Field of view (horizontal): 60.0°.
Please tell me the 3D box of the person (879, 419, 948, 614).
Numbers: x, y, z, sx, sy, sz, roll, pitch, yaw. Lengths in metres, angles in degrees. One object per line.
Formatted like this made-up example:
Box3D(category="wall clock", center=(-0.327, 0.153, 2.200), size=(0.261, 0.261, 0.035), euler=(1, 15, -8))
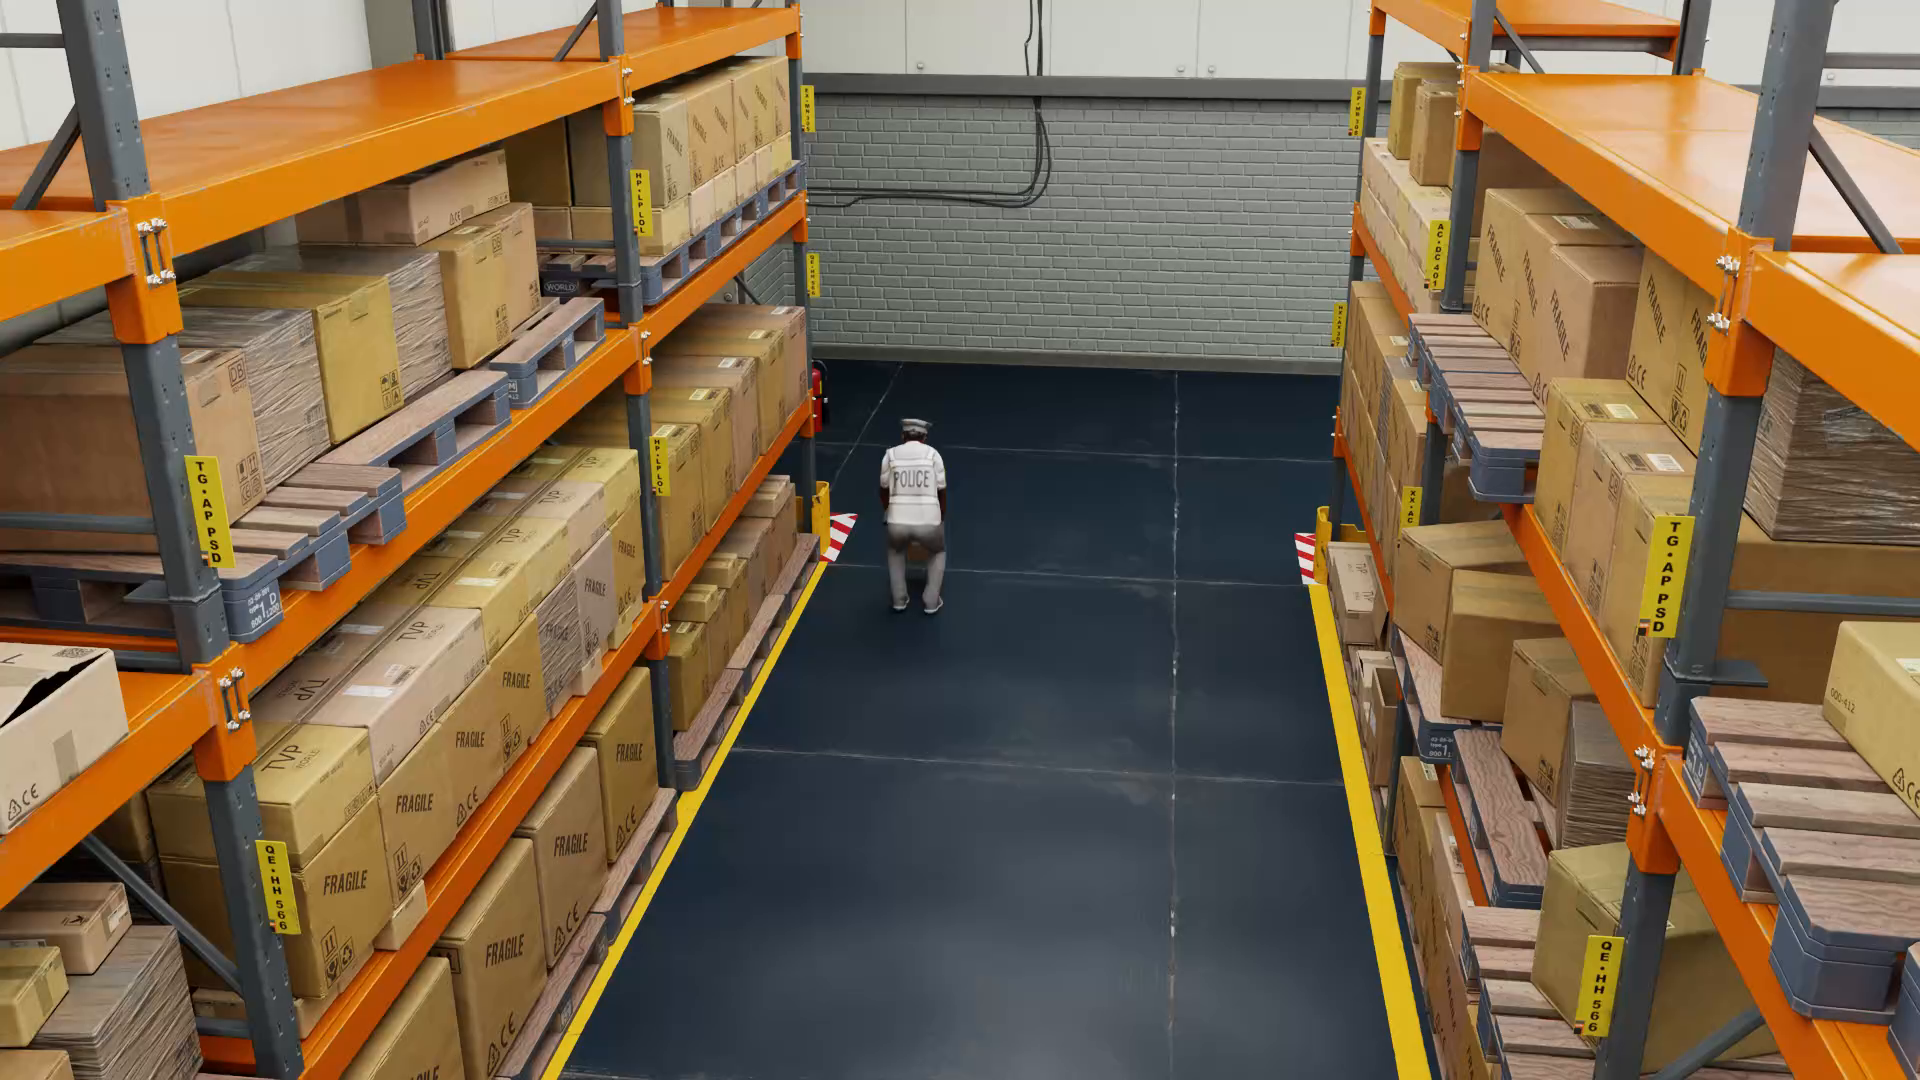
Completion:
Box3D(category="person", center=(-0.346, -0.166, 11.941), size=(0.496, 1.360, 0.724), euler=(3, 21, 7))
